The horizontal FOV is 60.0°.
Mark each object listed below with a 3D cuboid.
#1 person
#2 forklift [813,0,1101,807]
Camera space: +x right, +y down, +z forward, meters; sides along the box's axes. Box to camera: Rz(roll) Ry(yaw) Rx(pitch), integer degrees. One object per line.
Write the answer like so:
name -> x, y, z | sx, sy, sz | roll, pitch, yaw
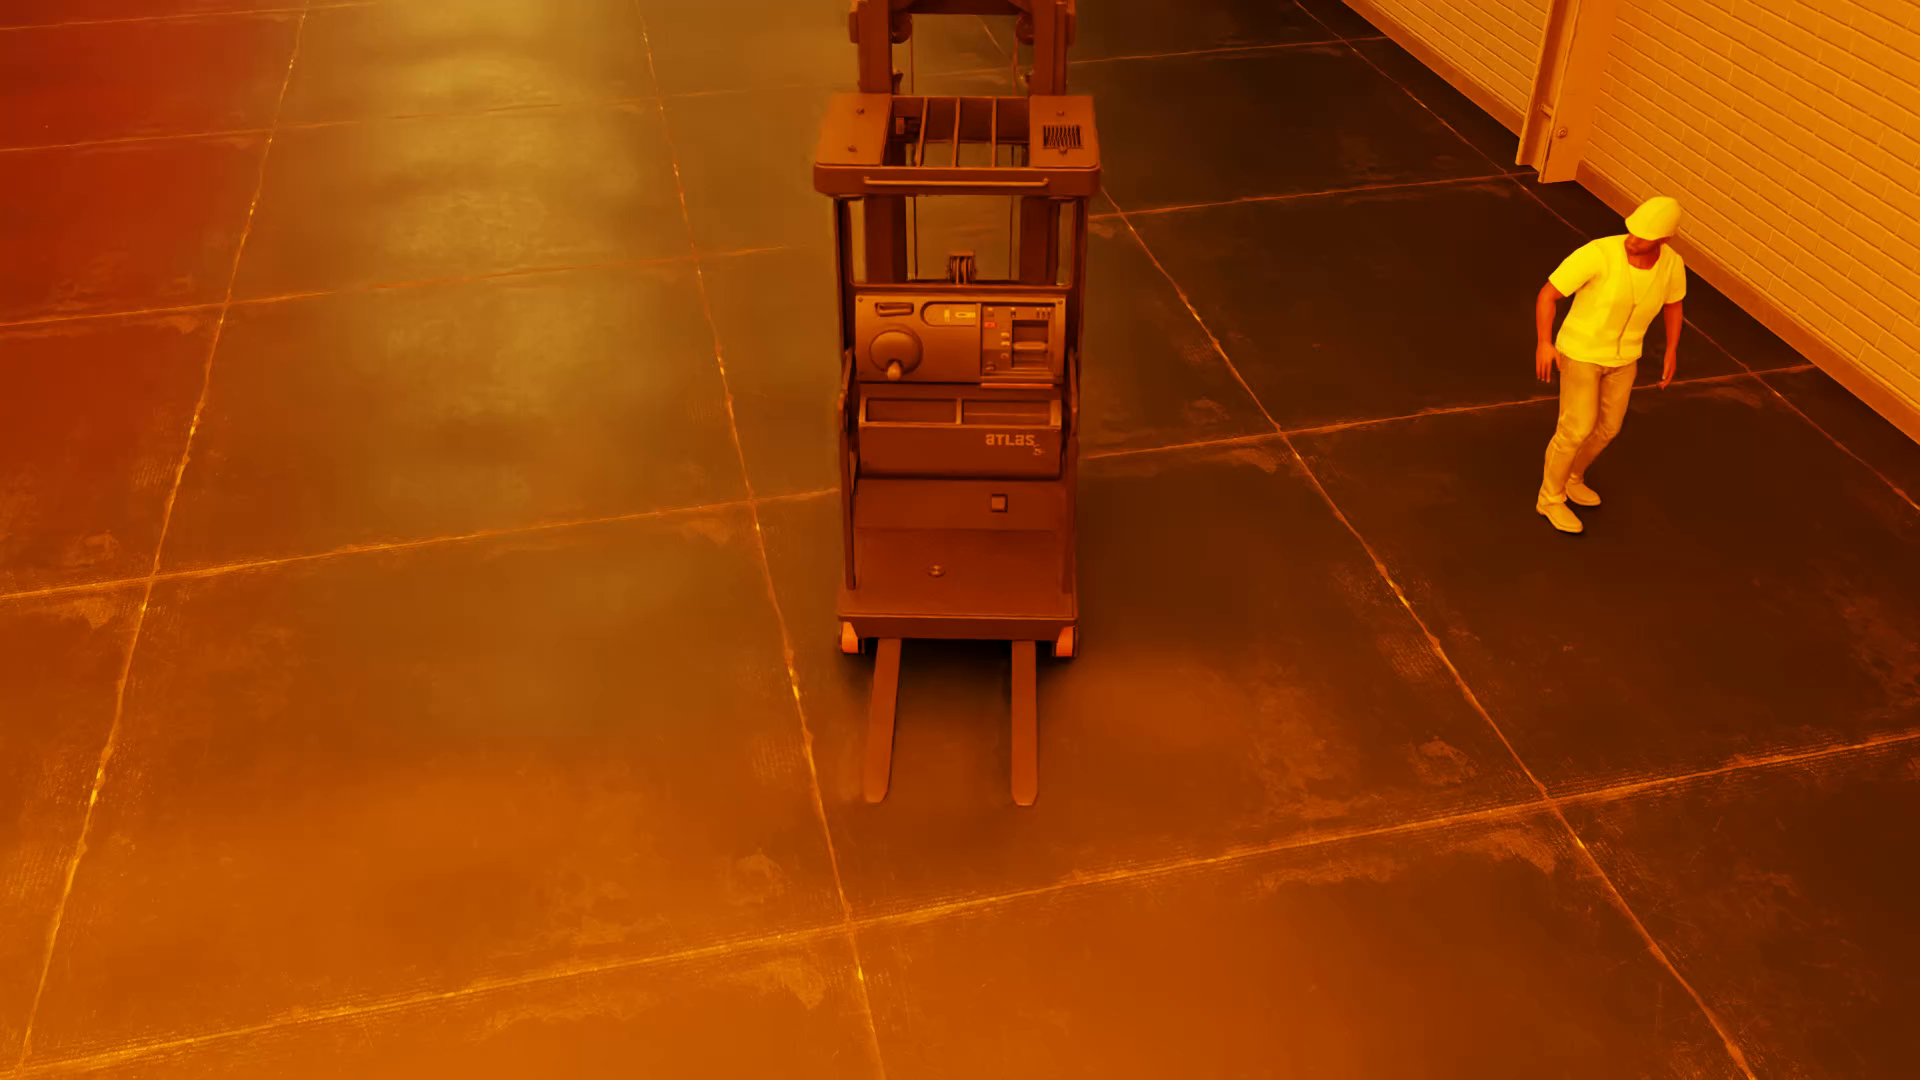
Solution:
person -> 3.258, -0.892, 8.307 | 0.795, 1.745, 0.524 | -10, 37, -13
forklift -> -0.002, -0.829, 7.202 | 1.130, 2.935, 3.031 | 1, 36, 1
